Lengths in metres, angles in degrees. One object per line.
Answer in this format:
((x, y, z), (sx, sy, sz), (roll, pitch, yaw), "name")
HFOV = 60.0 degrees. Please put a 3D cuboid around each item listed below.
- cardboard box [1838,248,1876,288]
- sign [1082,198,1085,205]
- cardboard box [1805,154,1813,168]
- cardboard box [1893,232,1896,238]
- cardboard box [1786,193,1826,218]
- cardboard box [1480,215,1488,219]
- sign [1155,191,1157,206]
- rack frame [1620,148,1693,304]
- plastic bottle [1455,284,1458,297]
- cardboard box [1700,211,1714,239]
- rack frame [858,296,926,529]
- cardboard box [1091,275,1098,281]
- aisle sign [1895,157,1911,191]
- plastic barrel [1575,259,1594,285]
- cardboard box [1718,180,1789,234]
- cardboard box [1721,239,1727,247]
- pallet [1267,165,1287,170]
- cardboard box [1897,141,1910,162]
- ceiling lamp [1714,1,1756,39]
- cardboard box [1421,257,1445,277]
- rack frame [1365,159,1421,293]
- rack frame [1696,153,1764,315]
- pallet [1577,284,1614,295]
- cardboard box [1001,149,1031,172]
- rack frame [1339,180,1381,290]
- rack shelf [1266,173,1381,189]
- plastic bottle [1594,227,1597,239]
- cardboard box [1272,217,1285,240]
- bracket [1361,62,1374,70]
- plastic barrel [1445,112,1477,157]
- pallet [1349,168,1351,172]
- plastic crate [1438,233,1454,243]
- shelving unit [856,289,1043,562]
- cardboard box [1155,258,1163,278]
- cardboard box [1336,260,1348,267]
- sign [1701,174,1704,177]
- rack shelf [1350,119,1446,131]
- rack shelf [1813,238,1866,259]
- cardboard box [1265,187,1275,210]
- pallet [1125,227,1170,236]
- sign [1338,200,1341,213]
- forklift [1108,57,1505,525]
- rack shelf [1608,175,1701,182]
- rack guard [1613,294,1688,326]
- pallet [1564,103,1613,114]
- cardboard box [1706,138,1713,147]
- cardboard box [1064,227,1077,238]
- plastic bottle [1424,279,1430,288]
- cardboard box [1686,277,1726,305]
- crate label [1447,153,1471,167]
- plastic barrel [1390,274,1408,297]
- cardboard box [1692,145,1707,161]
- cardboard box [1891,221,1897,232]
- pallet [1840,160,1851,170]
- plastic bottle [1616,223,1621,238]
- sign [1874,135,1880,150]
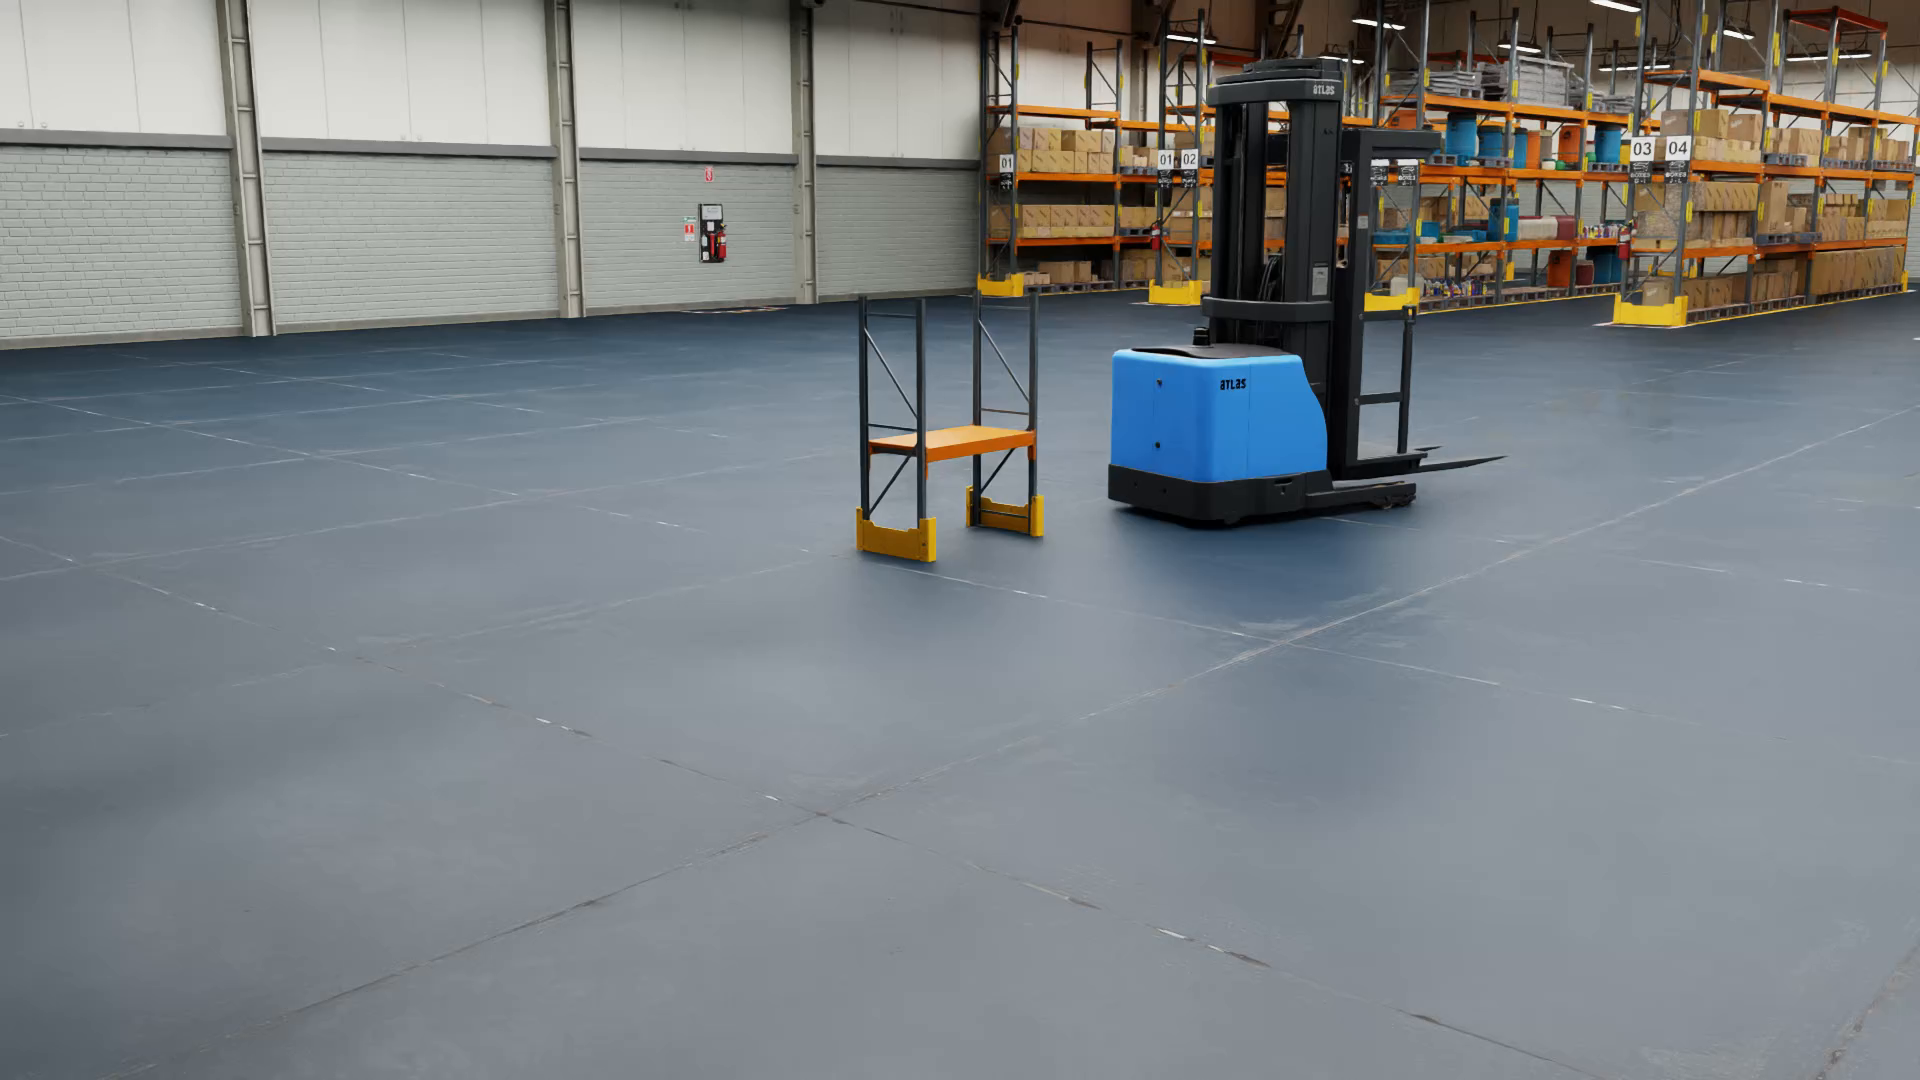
((20.464, -6.268, 38.288), (0.875, 0.875, 0.875), (10, 15, 40), "cardboard box")
((3.106, -8.401, 41.656), (0.100, 0.325, 0.005), (10, 15, 40), "sign")
((16.881, -7.650, 33.578), (0.500, 0.250, 0.500), (10, 15, 40), "cardboard box")
((21.948, -7.237, 39.429), (0.380, 0.149, 0.250), (9, 15, 39), "cardboard box")
((17.823, -7.075, 35.160), (0.797, 0.503, 0.637), (10, 15, 42), "cardboard box")
((14.073, -8.612, 45.413), (0.500, 0.500, 0.500), (9, 15, 40), "cardboard box")
((4.210, -7.289, 35.488), (0.100, 0.325, 0.005), (10, 15, 40), "sign")
((12.047, -5.252, 28.847), (1.000, 3.000, 0.127), (10, 15, 40), "rack frame")
((10.050, -5.062, 33.738), (0.097, 0.271, 0.097), (0, 11, 0), "plastic bottle")
((13.033, -5.681, 29.982), (0.875, 0.500, 0.500), (10, 15, 40), "cardboard box")
((-0.392, -0.648, 9.627), (0.500, 1.500, 0.032), (10, 15, 40), "rack frame")
((3.195, -6.505, 41.234), (0.380, 0.166, 0.250), (7, 14, 33), "cardboard box")
((22.882, -8.853, 40.238), (0.394, 0.787, 0.004), (10, 15, 40), "aisle sign")
((14.663, -6.333, 39.345), (0.600, 0.588, 0.708), (10, 15, 40), "plastic barrel")
((15.317, -6.439, 32.189), (1.000, 1.000, 1.000), (10, 15, 41), "cardboard box")
((13.765, -5.429, 30.374), (0.380, 0.149, 0.250), (10, 15, 40), "cardboard box")
((6.705, -8.420, 37.279), (1.003, 0.211, 1.213), (10, 15, 40), "pallet")
((22.306, -9.297, 39.861), (0.700, 0.500, 0.500), (9, 14, 37), "cardboard box")
((17.800, -12.977, 37.307), (0.800, 3.185, 2.000), (10, 15, 40), "ceiling lamp")
((12.419, -7.179, 43.755), (0.500, 0.500, 0.500), (10, 15, 40), "cardboard box")
((8.327, -5.892, 32.054), (1.000, 3.000, 0.127), (10, 15, 40), "rack frame")
((14.688, -5.840, 31.794), (1.000, 3.000, 0.127), (10, 15, 40), "rack frame")
((14.902, -6.002, 39.722), (1.003, 0.211, 1.213), (10, 15, 40), "pallet")
((1.293, -8.720, 38.246), (0.500, 0.500, 0.500), (10, 15, 42), "cardboard box")
((9.889, -7.710, 41.156), (1.000, 3.000, 0.127), (10, 15, 40), "rack frame")
((8.569, -8.534, 39.459), (1.077, 0.370, 4.000), (10, 15, 40), "rack shelf")
((14.779, -7.163, 38.745), (0.097, 0.271, 0.097), (0, 11, 0), "plastic bottle")
((6.961, -7.105, 37.869), (0.700, 0.500, 0.500), (9, 15, 39), "cardboard box")
((12.572, -14.636, 51.326), (0.235, 0.232, 0.430), (10, 15, 40), "bracket")
((10.230, -8.271, 33.952), (0.600, 0.901, 0.708), (10, 15, 40), "plastic barrel")
((9.508, -8.977, 40.323), (1.213, 0.211, 1.003), (11, 16, 43), "pallet")
((9.859, -6.214, 34.204), (0.450, 0.188, 0.662), (10, 15, 40), "plastic crate")
((-0.050, -0.724, 10.008), (0.587, 1.500, 1.083), (10, 15, 40), "shelving unit")
((4.996, -7.090, 43.309), (0.700, 0.500, 0.500), (10, 15, 40), "cardboard box")
((9.055, -6.583, 40.027), (0.500, 0.311, 0.500), (10, 15, 40), "cardboard box")
((19.312, -9.597, 43.212), (0.100, 0.325, 0.005), (10, 15, 40), "sign")
((11.210, -10.397, 42.151), (1.077, 0.370, 4.000), (10, 15, 40), "rack shelf")
((18.648, -6.370, 36.284), (1.077, 0.370, 4.000), (10, 15, 40), "rack shelf")
((6.628, -7.666, 37.368), (0.700, 0.500, 0.500), (10, 15, 40), "cardboard box")
((4.890, -7.960, 42.894), (1.003, 0.211, 1.213), (10, 15, 40), "pallet")
((9.475, -8.308, 41.394), (0.100, 0.325, 0.005), (10, 15, 40), "sign")
((2.521, -1.727, 11.373), (3.031, 2.935, 1.130), (-7, 13, -31), "forklift")
((17.568, -9.070, 42.143), (1.077, 0.370, 4.000), (10, 15, 40), "rack shelf")
((12.097, -4.037, 29.148), (1.175, 0.500, 0.348), (10, 15, 40), "rack guard")
((14.107, -9.825, 37.928), (1.213, 0.211, 1.003), (10, 15, 40), "pallet")
((12.954, -6.965, 29.131), (0.380, 0.149, 0.250), (11, 15, 43), "cardboard box")
((2.454, -7.367, 39.767), (0.500, 0.250, 0.500), (10, 15, 41), "cardboard box")
((9.595, -5.215, 34.301), (0.144, 0.351, 0.185), (11, 15, 43), "plastic bottle")
((14.021, -4.682, 31.302), (0.500, 0.500, 0.500), (-7, 13, -30), "cardboard box")
((9.811, -7.523, 32.939), (0.502, 0.251, 0.408), (10, 15, 40), "crate label")
((8.704, -4.985, 32.790), (0.421, 0.512, 0.421), (0, 11, 0), "plastic barrel")
((12.559, -6.687, 28.756), (0.500, 0.250, 0.500), (10, 15, 42), "cardboard box")
((21.817, -7.423, 39.342), (0.500, 0.250, 0.500), (9, 14, 38), "cardboard box")
((18.449, -8.074, 35.799), (1.003, 0.211, 1.213), (11, 16, 43), "pallet")
((15.765, -7.429, 39.873), (0.144, 0.351, 0.185), (10, 15, 40), "plastic bottle")
((20.383, -8.827, 36.968), (0.100, 0.325, 0.005), (10, 15, 40), "sign")
